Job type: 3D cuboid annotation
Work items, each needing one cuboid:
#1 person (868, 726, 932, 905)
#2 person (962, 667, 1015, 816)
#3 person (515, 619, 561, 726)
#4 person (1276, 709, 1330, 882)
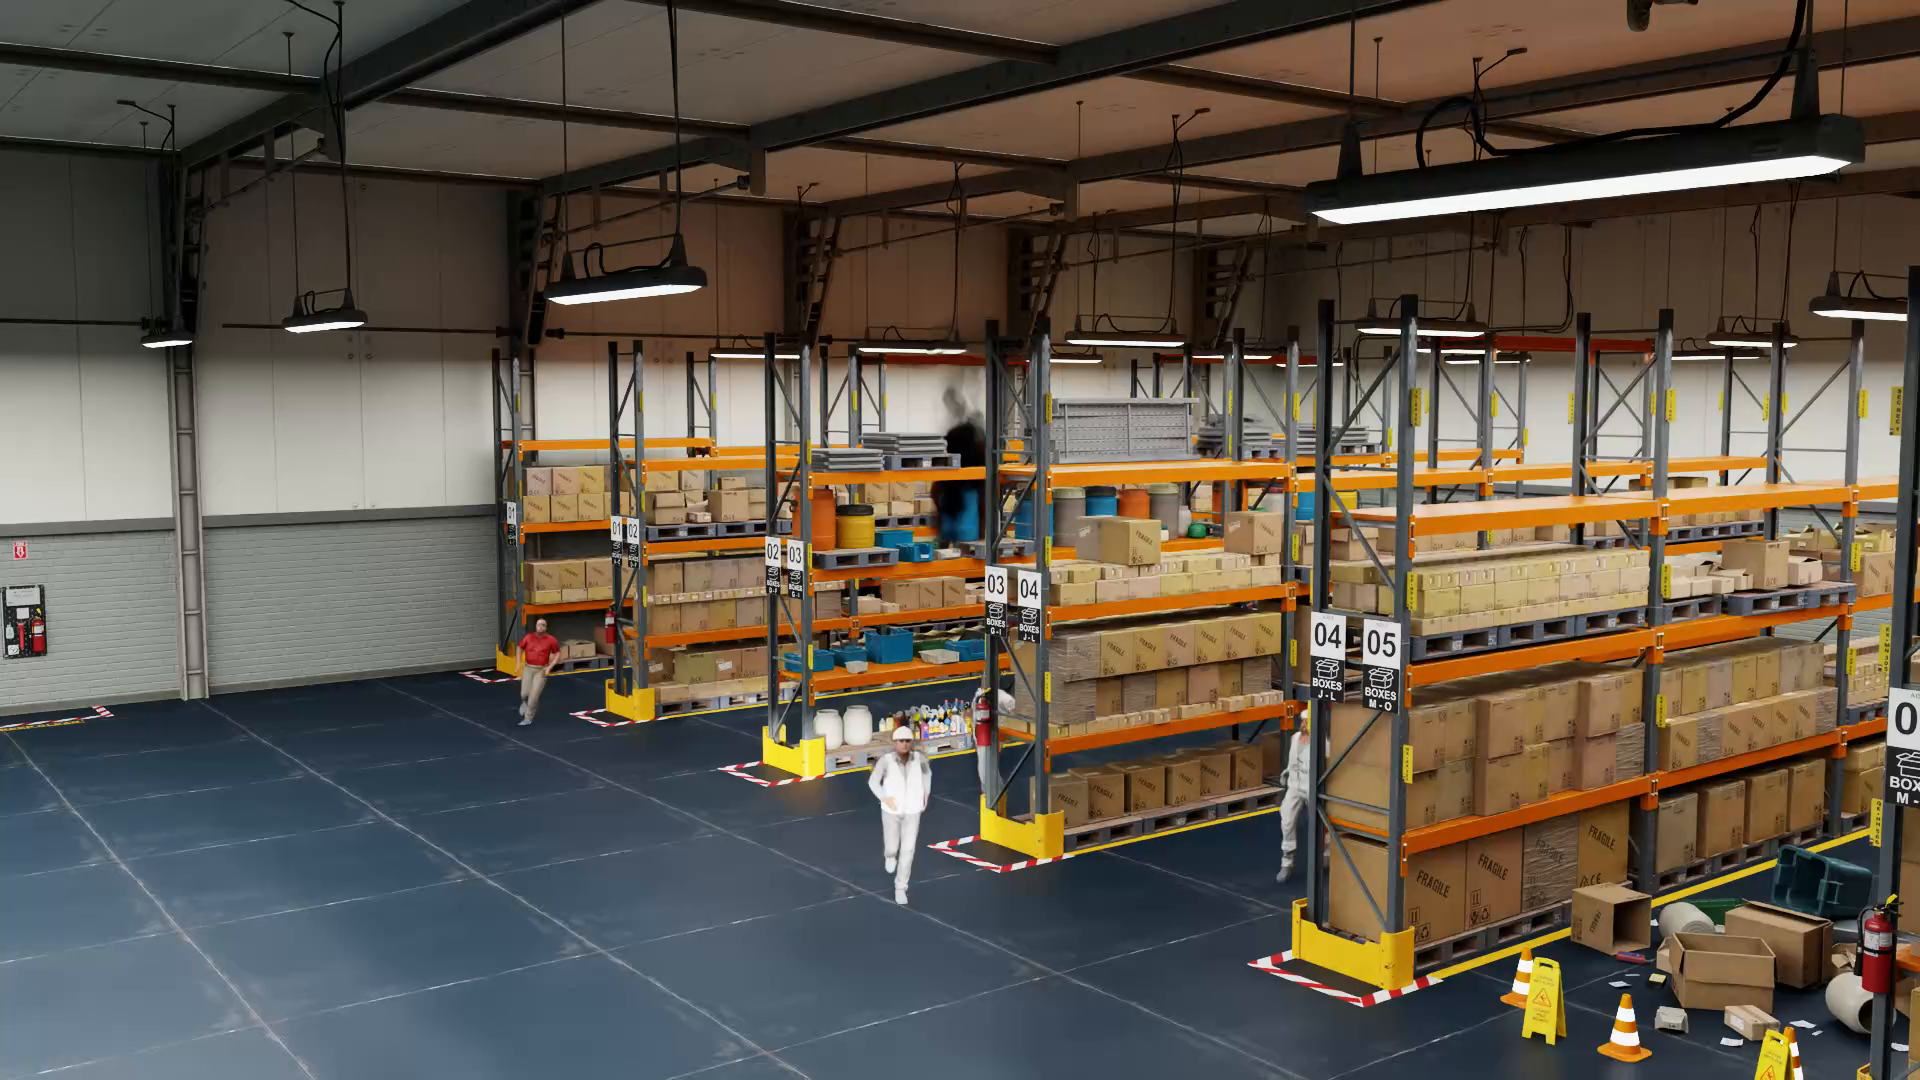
[{"bbox_3d":[-0.609,2.787,17.227,0.683,1.767,0.923,-1,5,-11],"label":"person"},{"bbox_3d":[0.349,2.491,20.581,0.715,1.873,0.643,-4,6,-38],"label":"person"},{"bbox_3d":[-6.612,2.057,26.077,0.697,1.653,0.555,0,5,-5],"label":"person"},{"bbox_3d":[3.695,2.689,17.747,0.658,1.807,0.864,4,7,40],"label":"person"}]
